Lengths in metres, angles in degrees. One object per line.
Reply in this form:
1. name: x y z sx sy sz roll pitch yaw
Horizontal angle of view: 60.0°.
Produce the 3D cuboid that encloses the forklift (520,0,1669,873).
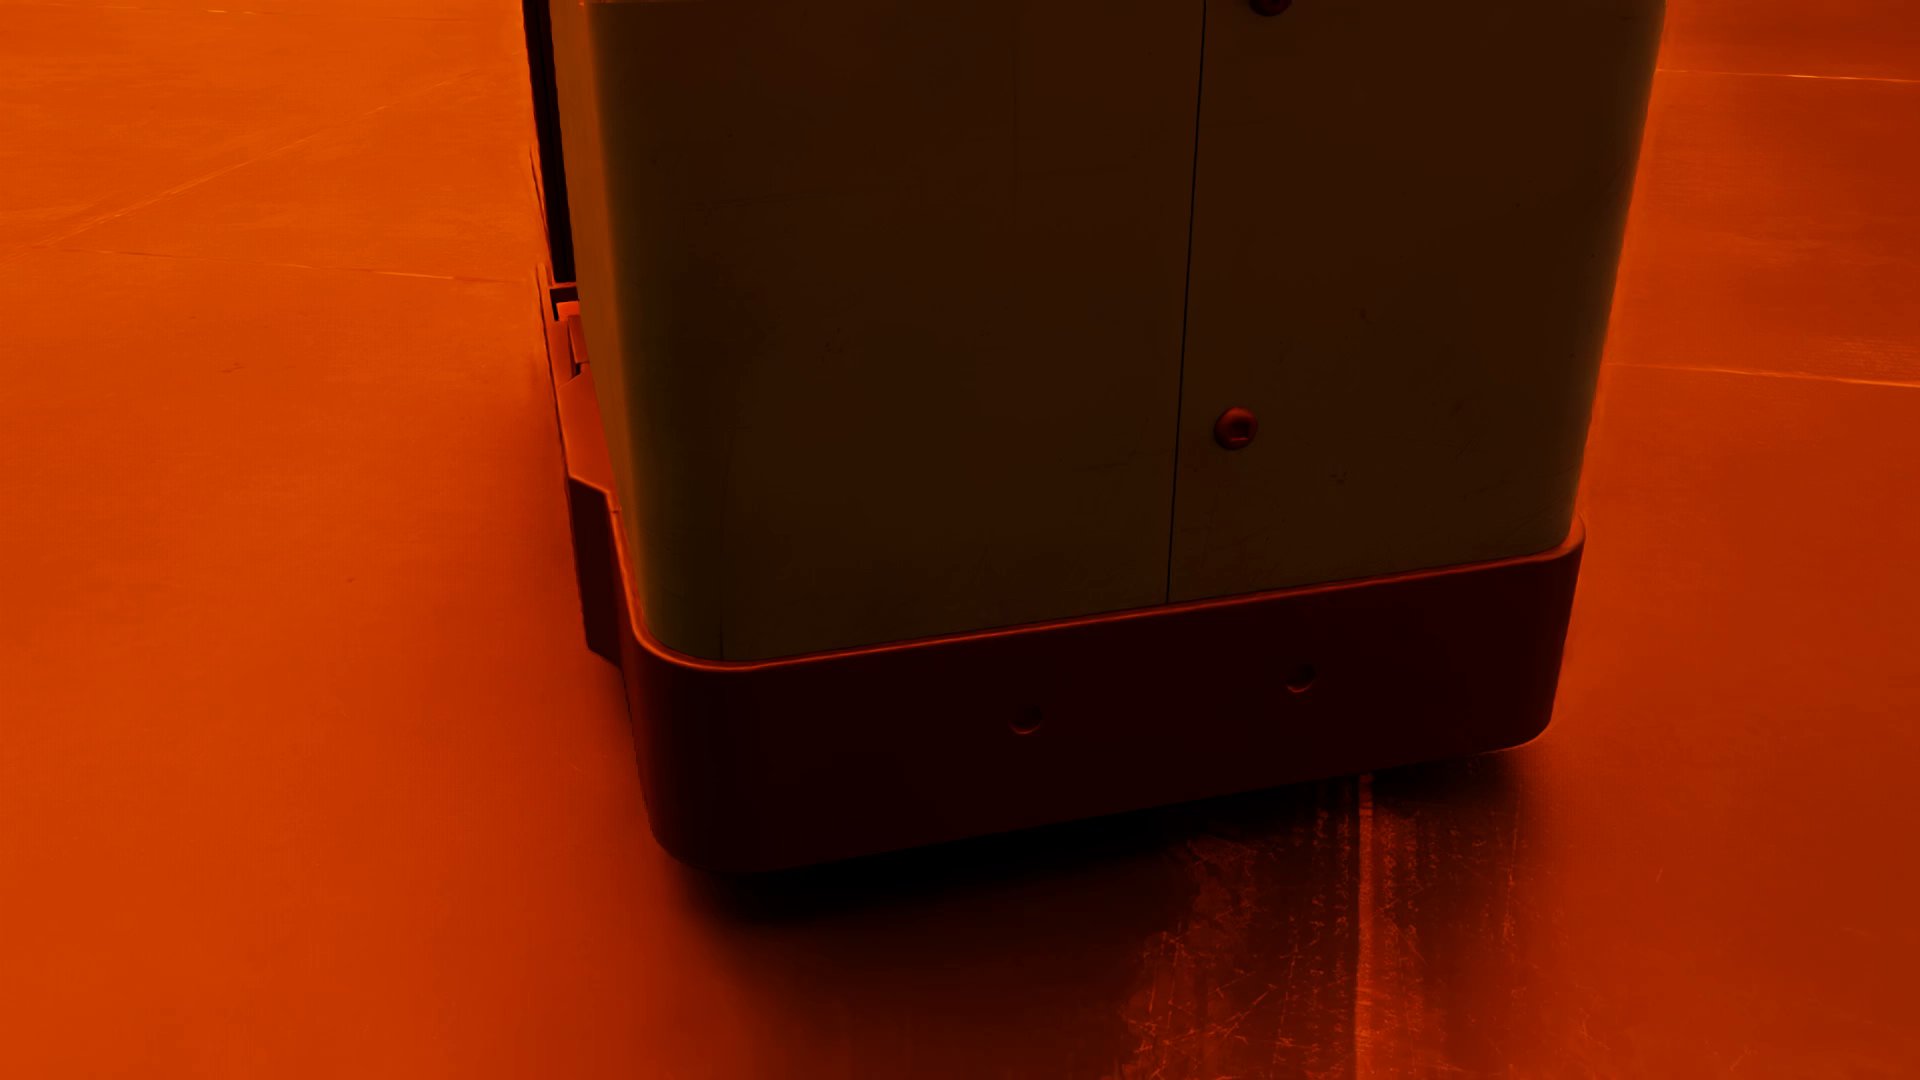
1. forklift: -0.187 -1.617 2.452 1.130 2.935 3.031 -7 28 -14
